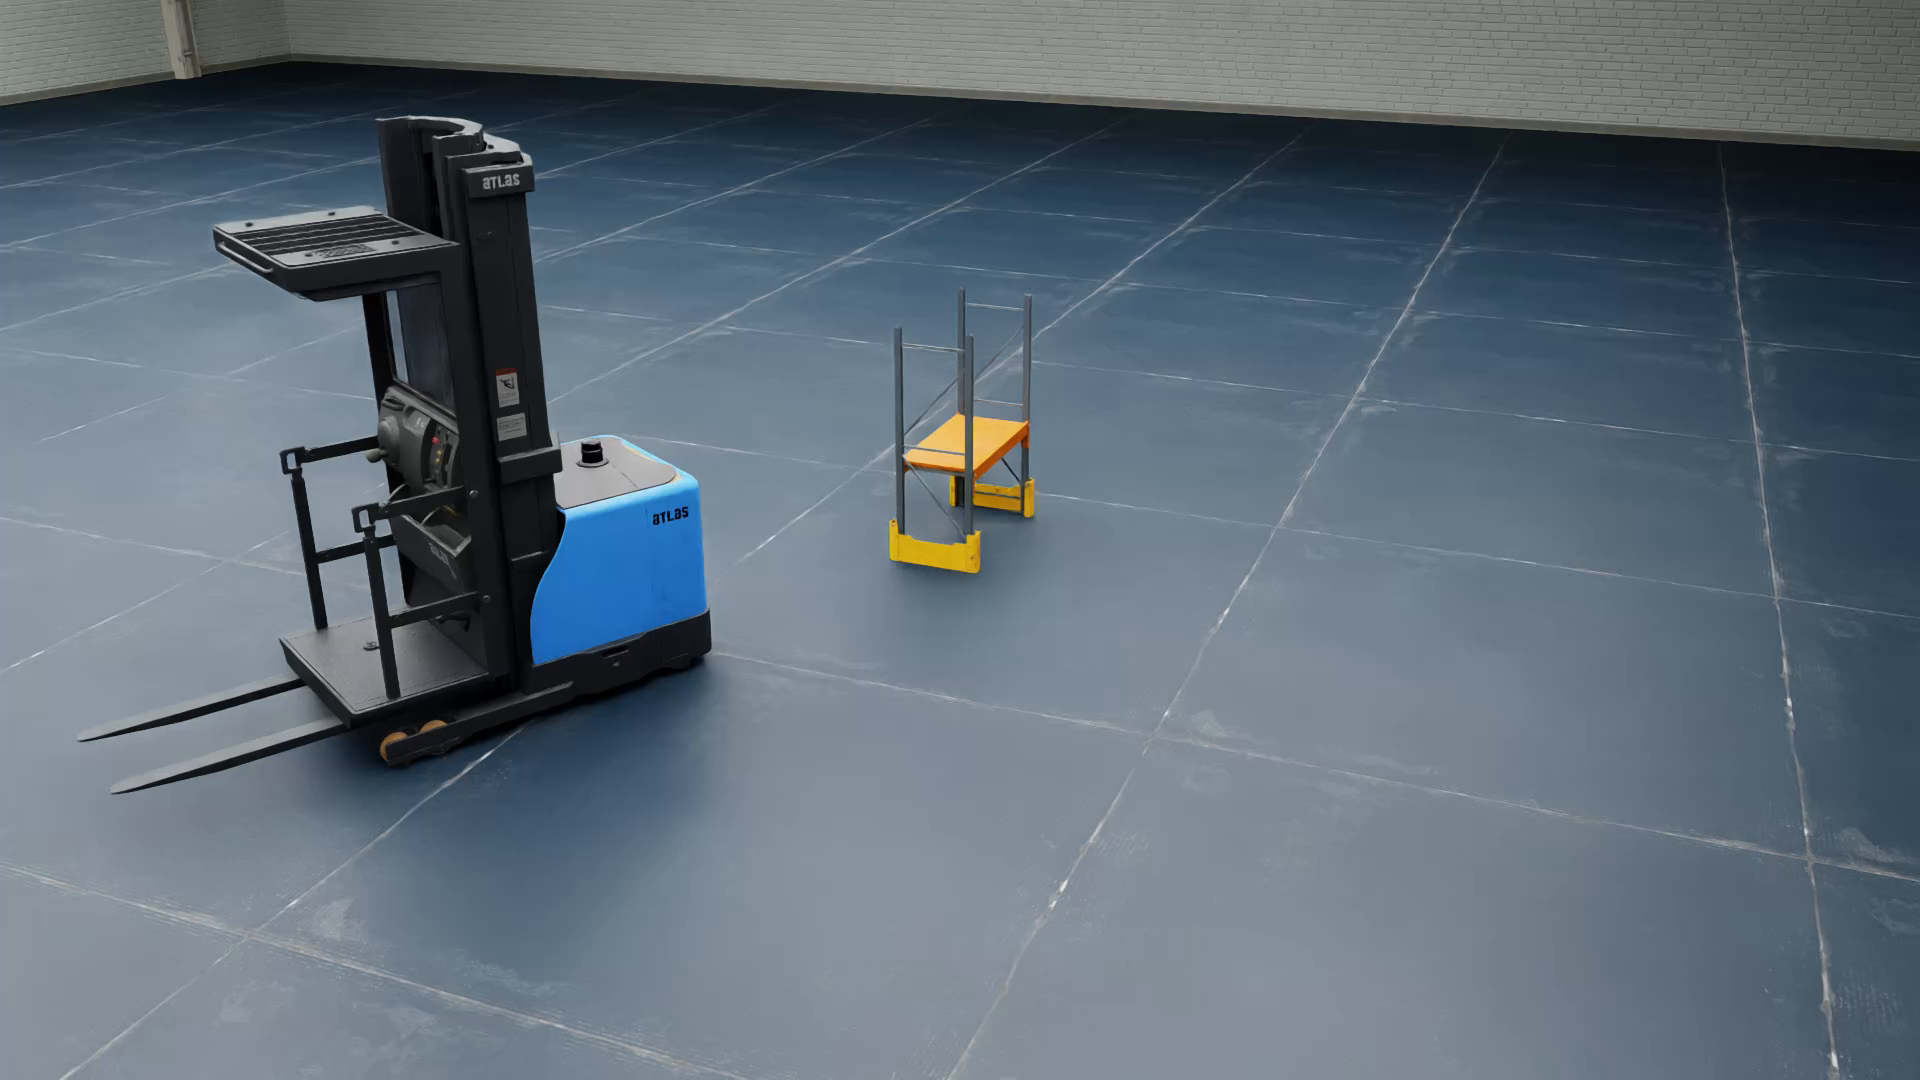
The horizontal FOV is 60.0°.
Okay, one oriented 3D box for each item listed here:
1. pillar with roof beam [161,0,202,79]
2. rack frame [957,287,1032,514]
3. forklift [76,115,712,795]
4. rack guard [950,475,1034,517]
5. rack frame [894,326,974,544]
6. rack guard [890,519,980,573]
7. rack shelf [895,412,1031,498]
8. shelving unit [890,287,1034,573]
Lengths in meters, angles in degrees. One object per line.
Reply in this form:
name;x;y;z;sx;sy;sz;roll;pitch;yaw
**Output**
pillar with roof beam;-10.919;-12.470;28.929;9.100;9.000;0.400;9;24;20
rack frame;0.221;-0.904;10.970;0.500;1.500;0.032;9;24;20
forklift;-2.829;-0.475;8.085;3.031;2.935;1.130;-17;28;-35
rack guard;0.213;-0.321;11.194;0.587;0.250;0.087;9;24;20
rack frame;-0.157;-0.541;10.098;0.500;1.500;0.032;9;24;20
rack guard;-0.157;0.036;10.340;0.587;0.250;0.087;9;24;20
rack shelf;0.032;-0.557;10.603;0.538;0.185;1.000;9;24;20
shelving unit;0.028;-0.719;10.526;0.587;1.500;1.083;9;24;20
